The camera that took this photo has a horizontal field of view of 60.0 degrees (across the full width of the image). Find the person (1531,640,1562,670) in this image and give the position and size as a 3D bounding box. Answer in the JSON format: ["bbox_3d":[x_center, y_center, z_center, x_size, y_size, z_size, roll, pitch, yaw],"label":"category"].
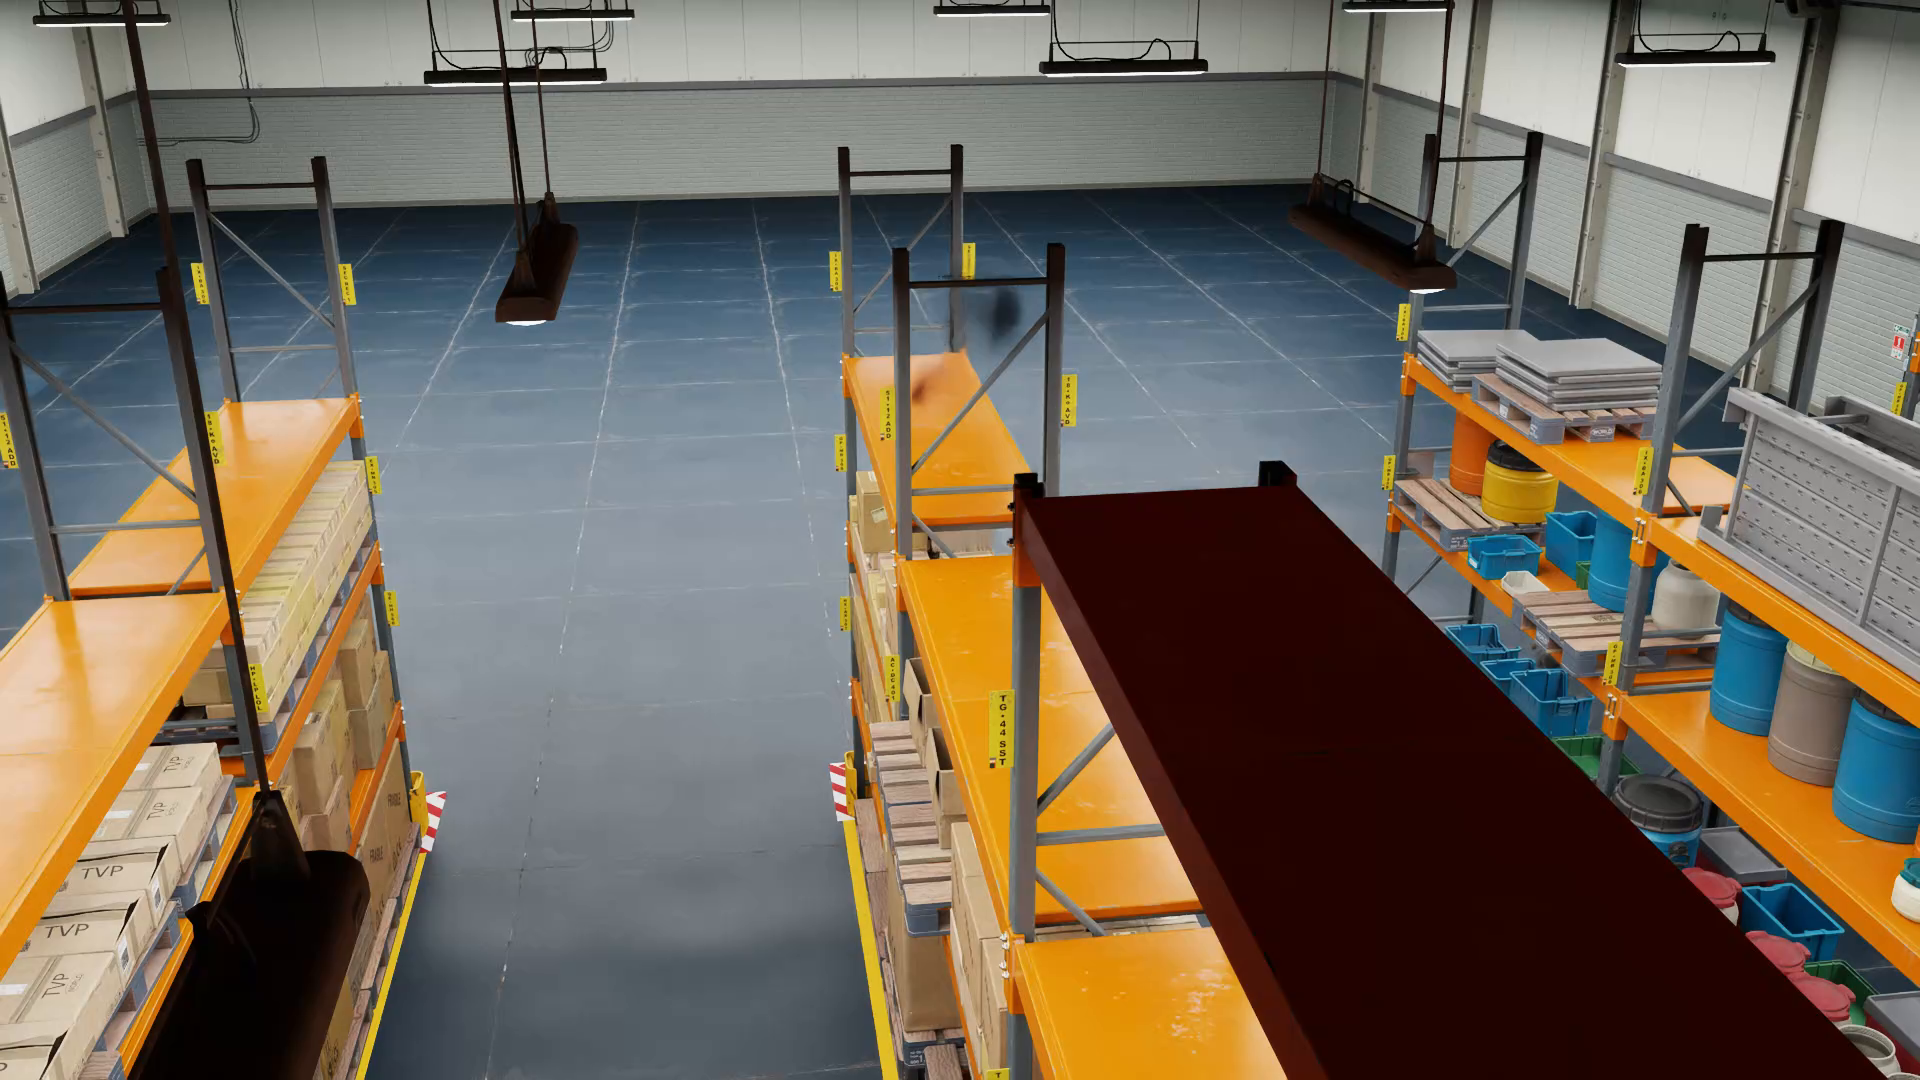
[{"bbox_3d":[5.957,1.115,16.614,0.594,1.621,0.597,-15,26,-34],"label":"person"}]
